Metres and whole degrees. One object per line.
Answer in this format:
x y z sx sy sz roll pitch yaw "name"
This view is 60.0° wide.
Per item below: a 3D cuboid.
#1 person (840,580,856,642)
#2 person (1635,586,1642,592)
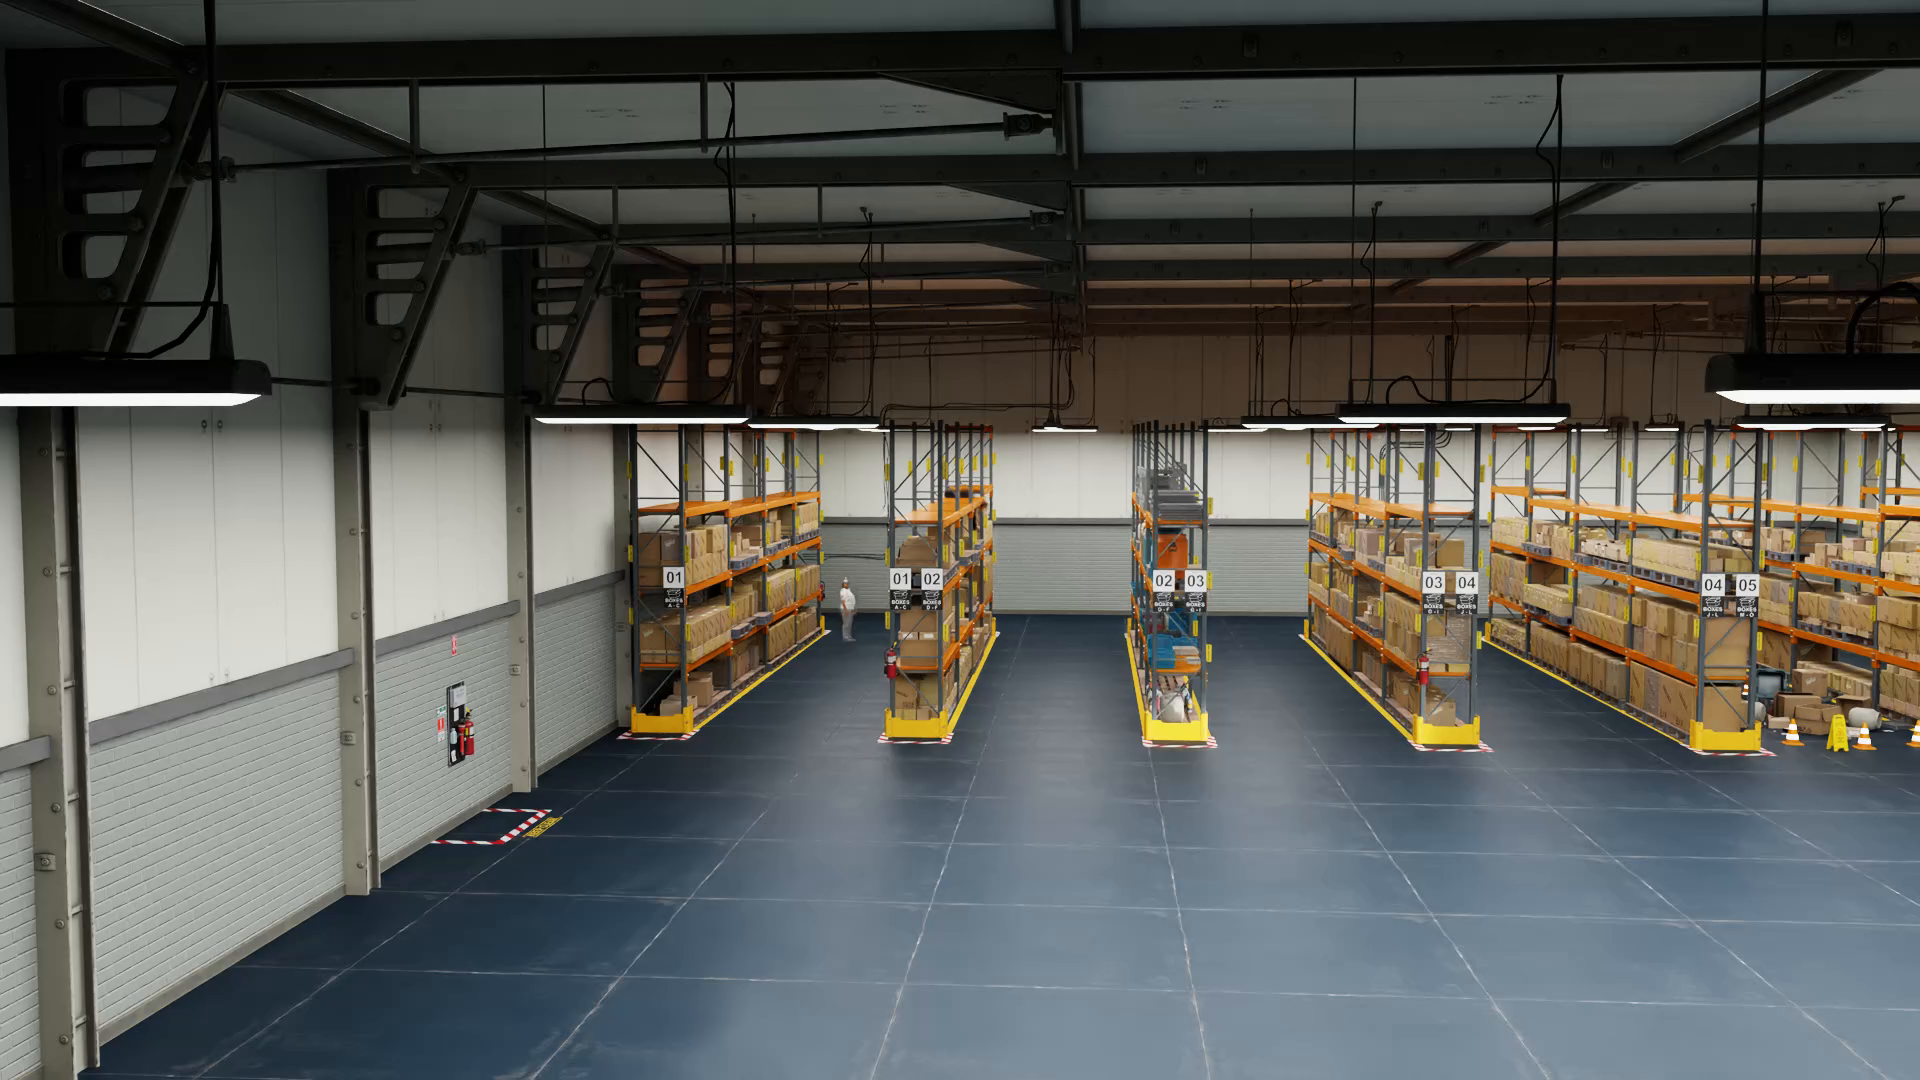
-3.019 1.910 44.798 0.393 1.675 0.505 1 4 11 "person"
17.559 2.085 43.248 0.611 1.820 0.504 -1 4 -17 "person"
